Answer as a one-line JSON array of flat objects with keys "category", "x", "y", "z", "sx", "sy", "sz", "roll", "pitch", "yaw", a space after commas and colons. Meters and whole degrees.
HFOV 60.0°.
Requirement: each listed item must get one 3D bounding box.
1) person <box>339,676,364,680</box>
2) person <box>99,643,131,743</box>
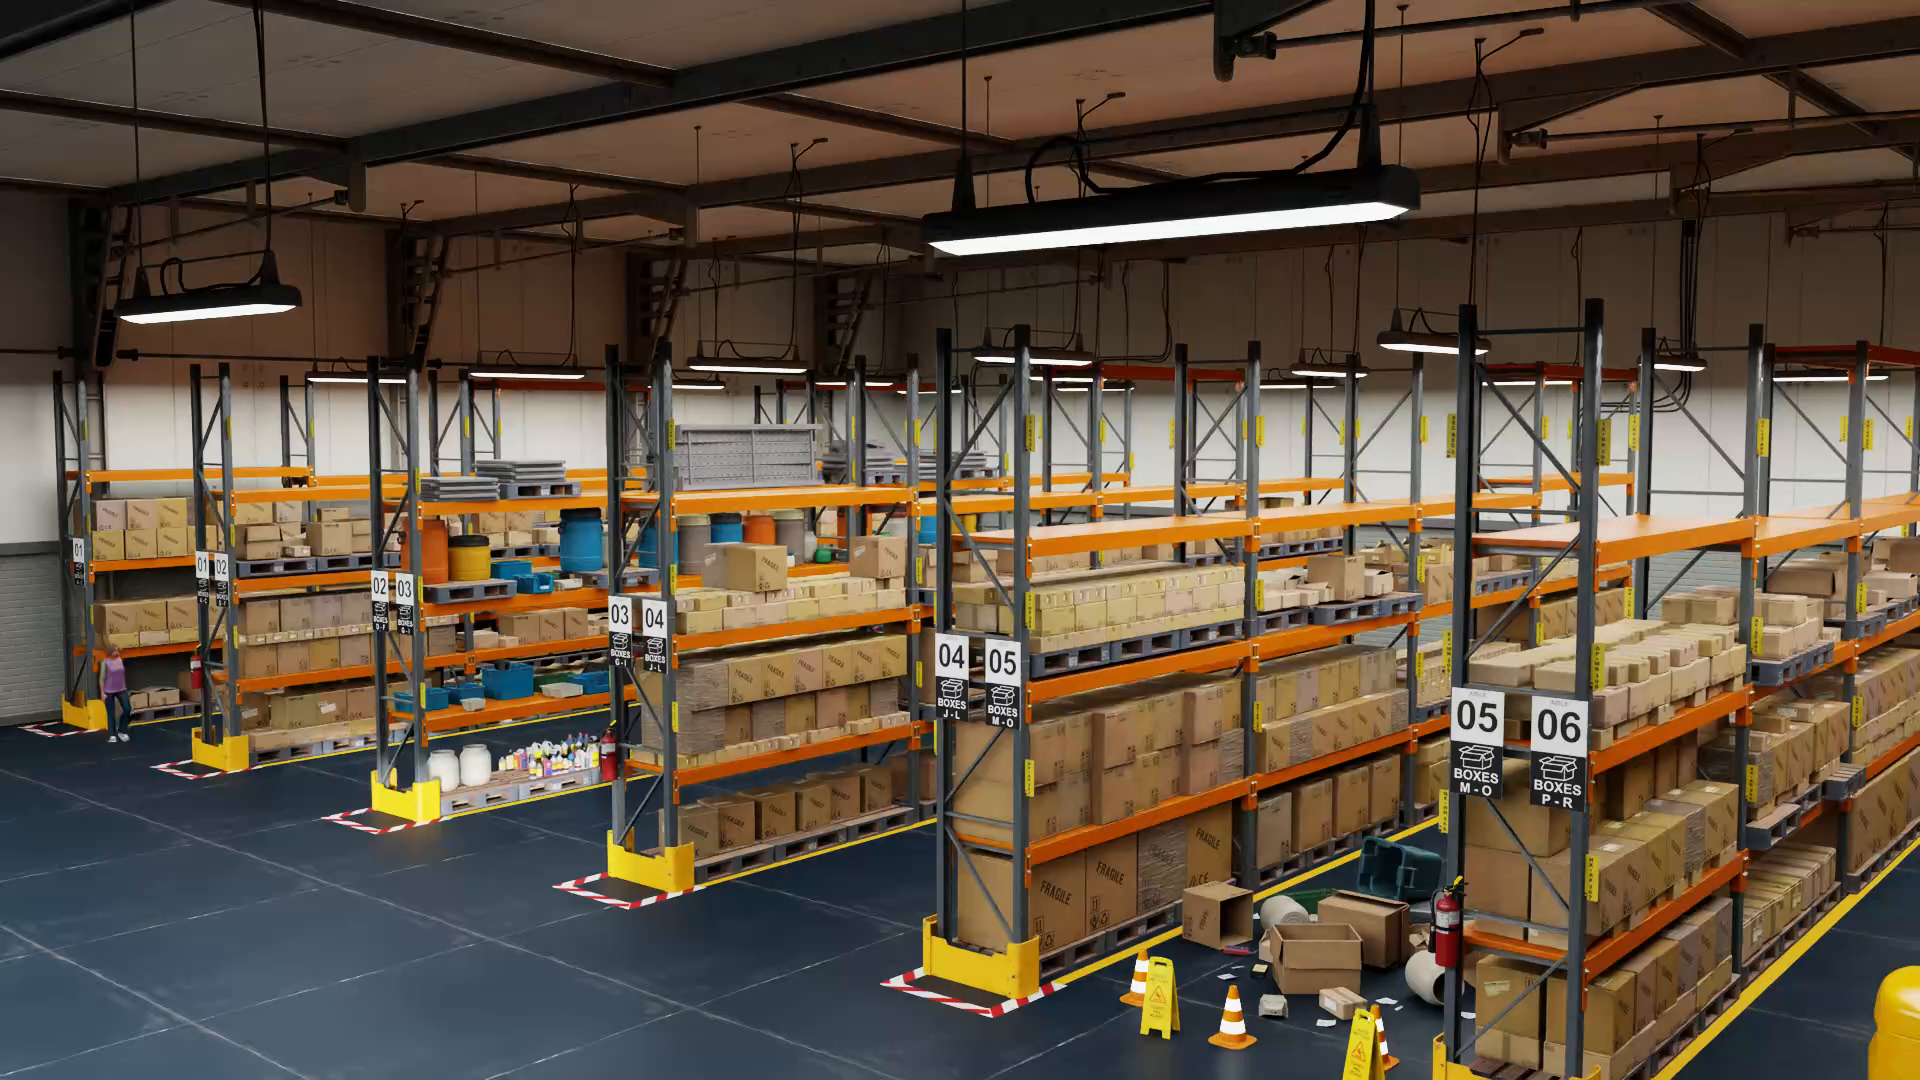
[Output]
[{"category": "person", "x": -10.340, "y": 2.329, "z": 28.436, "sx": 0.564, "sy": 1.748, "sz": 0.403, "roll": -3, "pitch": 5, "yaw": -38}, {"category": "person", "x": -13.570, "y": 2.462, "z": 26.668, "sx": 0.396, "sy": 1.619, "sz": 0.476, "roll": 4, "pitch": 6, "yaw": 43}]
